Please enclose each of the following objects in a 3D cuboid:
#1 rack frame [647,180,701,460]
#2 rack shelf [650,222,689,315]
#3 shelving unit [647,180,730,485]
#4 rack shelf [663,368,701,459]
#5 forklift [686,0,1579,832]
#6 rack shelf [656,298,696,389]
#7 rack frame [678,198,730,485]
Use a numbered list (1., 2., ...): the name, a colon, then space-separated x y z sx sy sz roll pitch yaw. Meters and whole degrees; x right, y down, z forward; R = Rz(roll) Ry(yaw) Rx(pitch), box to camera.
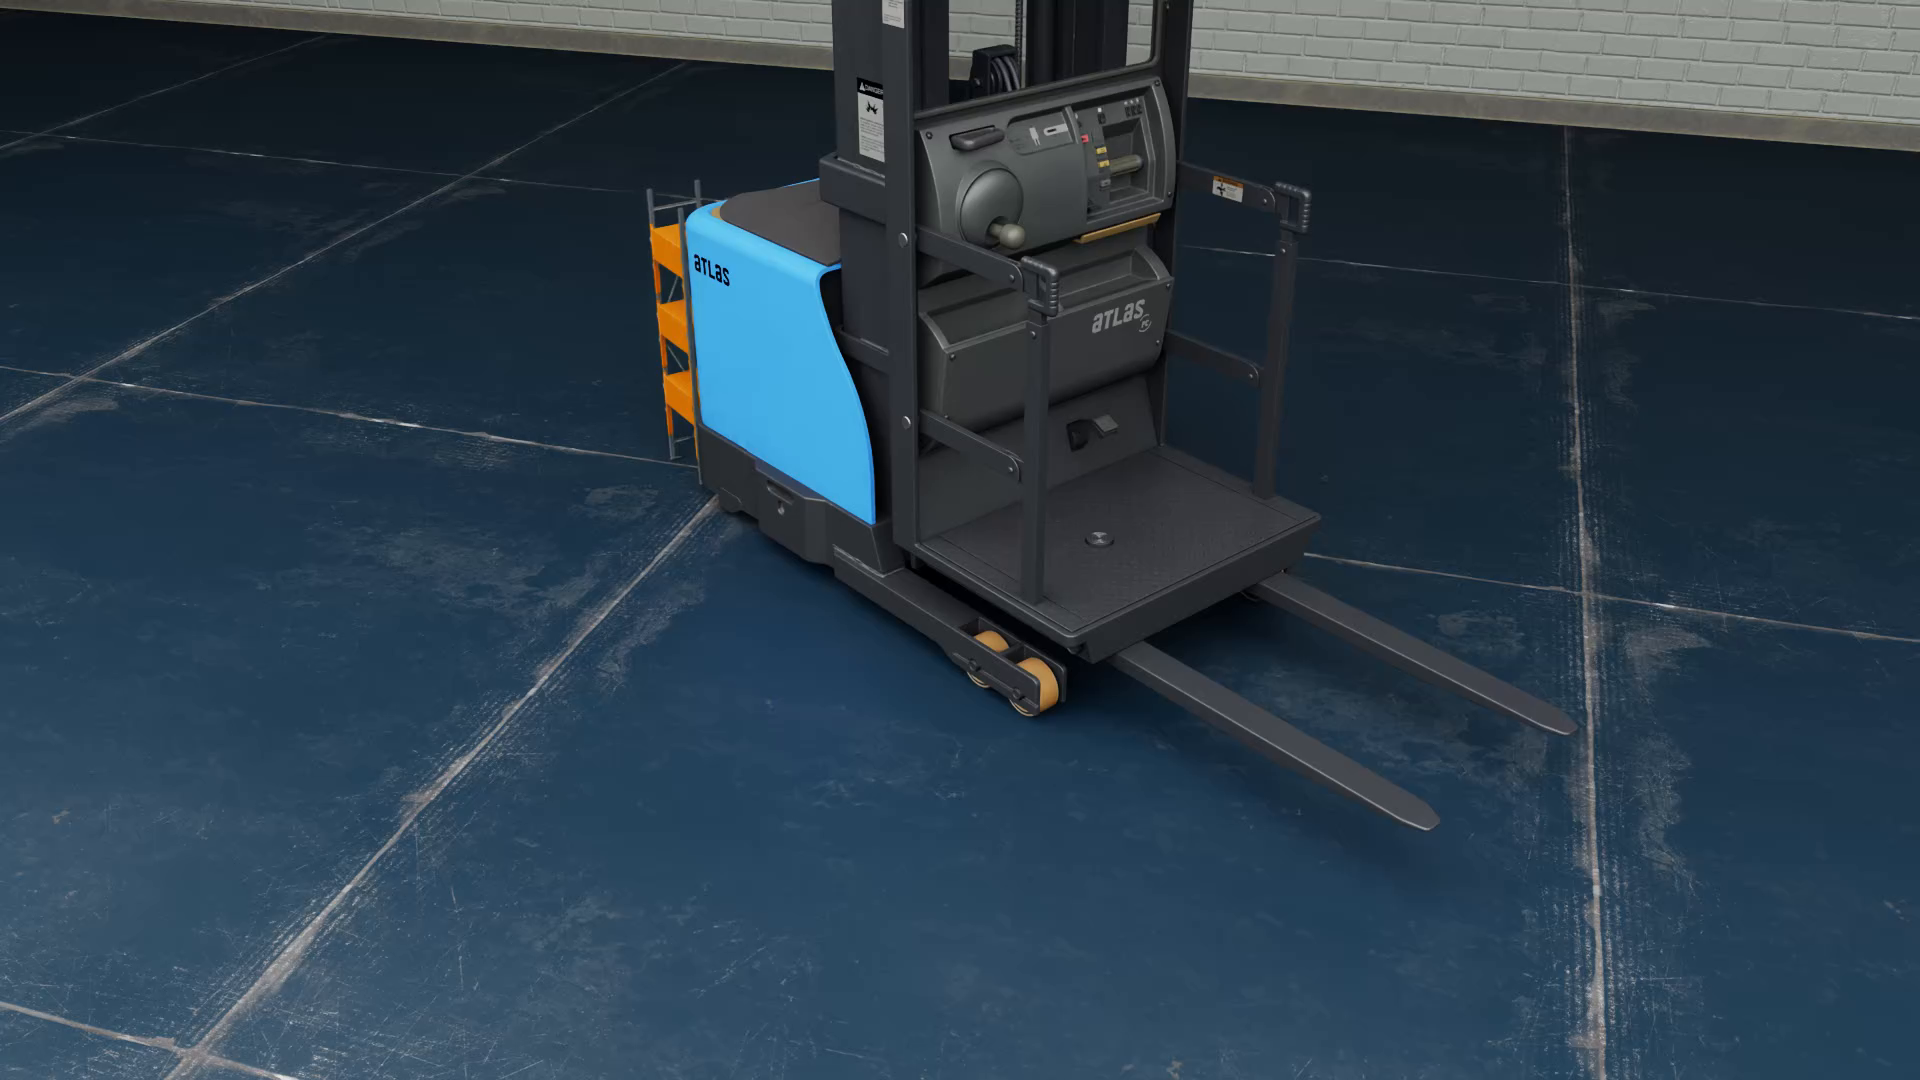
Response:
1. rack frame: -1.007 -0.787 6.078 0.200 1.050 0.008 -18 35 -29
2. rack shelf: -0.936 -0.974 5.856 0.215 0.259 0.240 -18 35 -29
3. shelving unit: -0.938 -0.736 5.991 0.215 1.050 0.252 -18 35 -29
4. rack shelf: -0.940 -0.485 6.133 0.215 0.259 0.240 -18 35 -29
5. forklift: 0.407 -1.047 4.618 1.130 2.935 3.031 -22 36 -34
6. rack shelf: -0.938 -0.727 5.996 0.215 0.259 0.240 -18 35 -29
7. rack frame: -0.869 -0.686 5.903 0.200 1.050 0.008 -18 35 -29
